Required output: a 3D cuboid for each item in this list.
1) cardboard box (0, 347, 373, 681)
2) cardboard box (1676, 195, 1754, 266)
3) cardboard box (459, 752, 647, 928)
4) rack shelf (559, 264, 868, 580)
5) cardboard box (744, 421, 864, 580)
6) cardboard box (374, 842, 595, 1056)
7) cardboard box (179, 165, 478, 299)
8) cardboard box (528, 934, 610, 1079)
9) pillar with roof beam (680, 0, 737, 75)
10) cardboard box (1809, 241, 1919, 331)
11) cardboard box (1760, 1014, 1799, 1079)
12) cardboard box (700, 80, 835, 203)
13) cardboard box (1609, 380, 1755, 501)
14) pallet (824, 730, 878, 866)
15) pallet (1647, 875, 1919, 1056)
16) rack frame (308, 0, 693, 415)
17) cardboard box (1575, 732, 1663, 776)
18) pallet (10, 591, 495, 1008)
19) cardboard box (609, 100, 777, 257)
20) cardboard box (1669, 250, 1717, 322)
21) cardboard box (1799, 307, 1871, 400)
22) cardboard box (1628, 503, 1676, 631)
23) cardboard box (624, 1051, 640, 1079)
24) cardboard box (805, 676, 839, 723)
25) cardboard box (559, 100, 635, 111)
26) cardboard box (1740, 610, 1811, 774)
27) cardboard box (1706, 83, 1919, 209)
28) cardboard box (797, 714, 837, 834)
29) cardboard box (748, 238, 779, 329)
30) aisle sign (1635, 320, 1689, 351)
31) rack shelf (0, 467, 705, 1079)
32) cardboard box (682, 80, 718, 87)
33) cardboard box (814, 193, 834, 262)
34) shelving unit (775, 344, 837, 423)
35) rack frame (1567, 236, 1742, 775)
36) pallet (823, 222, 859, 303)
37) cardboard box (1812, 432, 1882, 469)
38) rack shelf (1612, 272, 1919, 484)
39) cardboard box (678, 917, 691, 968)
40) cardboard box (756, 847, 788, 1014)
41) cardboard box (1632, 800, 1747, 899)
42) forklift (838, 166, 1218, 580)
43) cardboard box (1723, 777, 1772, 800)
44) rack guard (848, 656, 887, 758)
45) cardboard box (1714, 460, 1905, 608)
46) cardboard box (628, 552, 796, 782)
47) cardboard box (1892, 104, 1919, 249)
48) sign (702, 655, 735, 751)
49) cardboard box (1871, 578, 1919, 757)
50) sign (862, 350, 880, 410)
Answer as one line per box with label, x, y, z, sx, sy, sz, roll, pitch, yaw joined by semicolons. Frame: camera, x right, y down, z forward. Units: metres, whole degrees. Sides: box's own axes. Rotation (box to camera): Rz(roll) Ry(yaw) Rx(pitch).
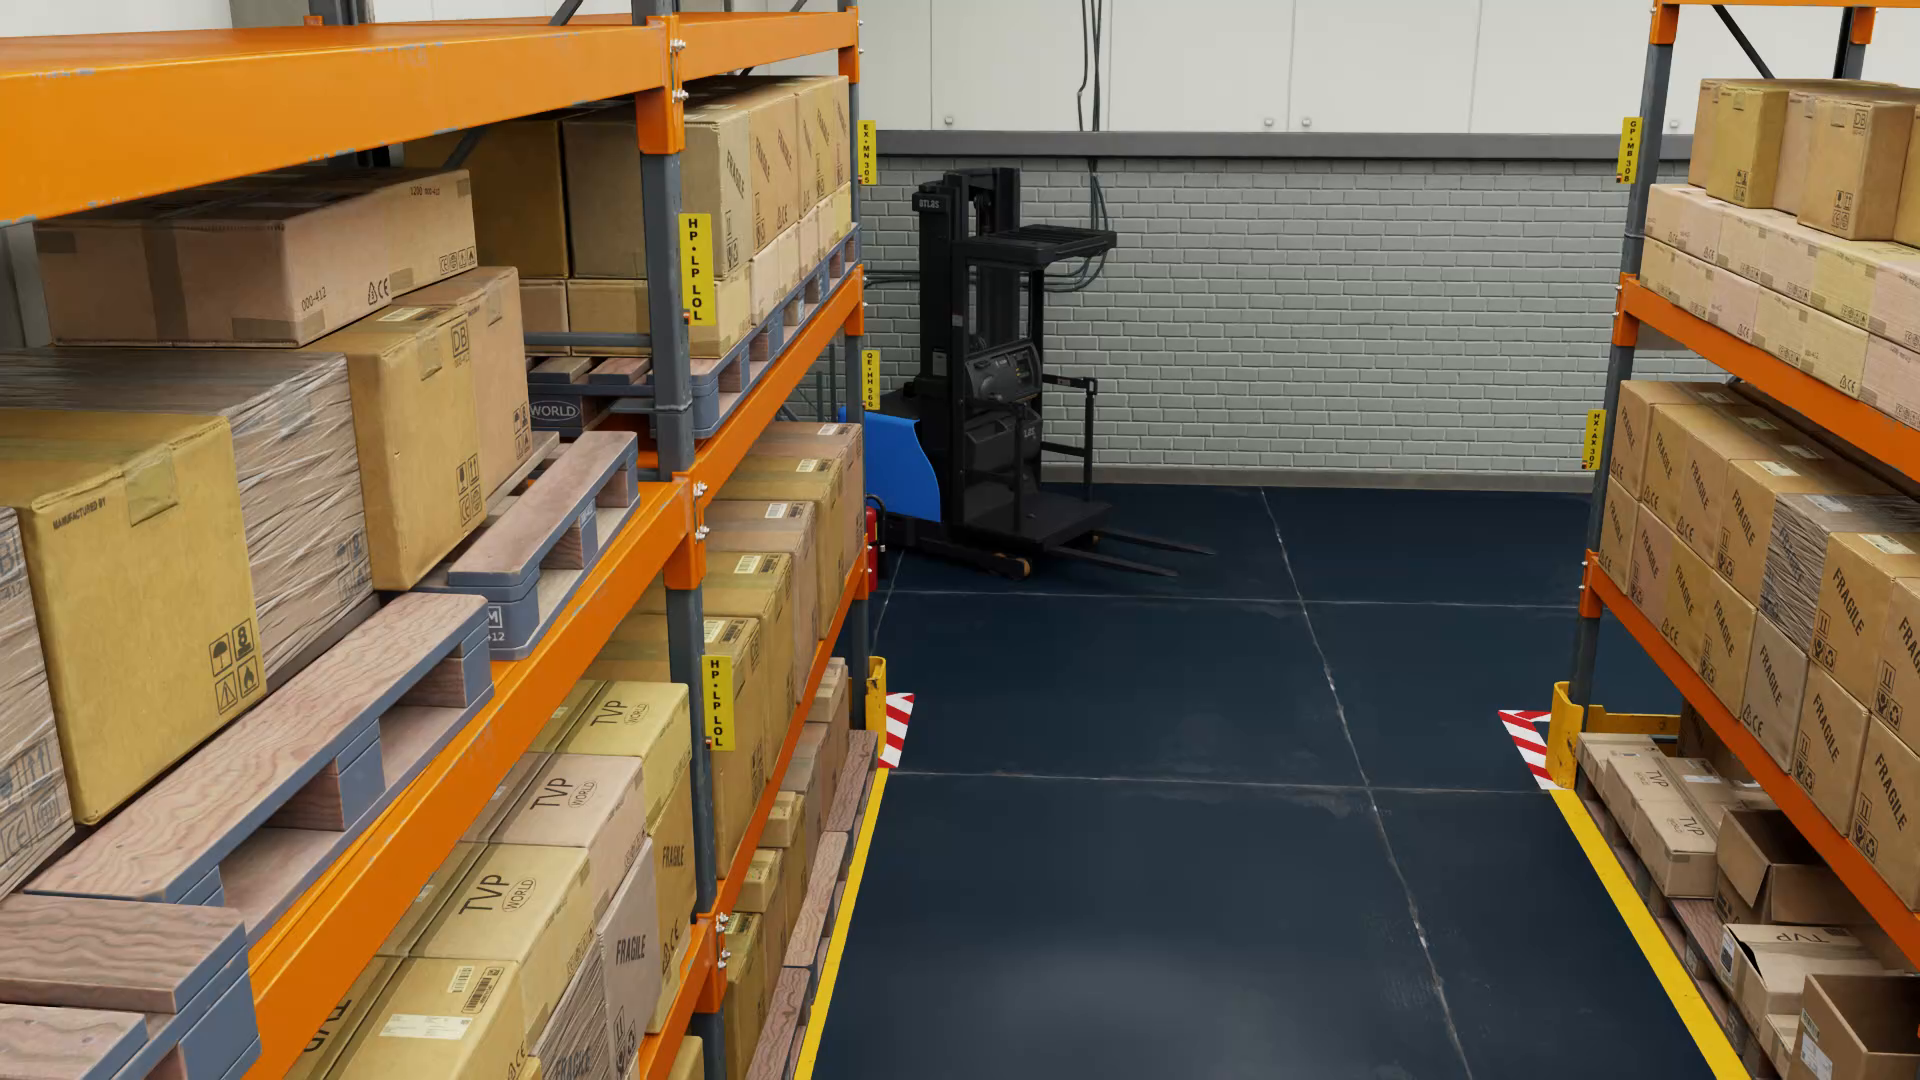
cardboard box;-1.561;-0.059;3.103;0.700;0.500;0.500;1;18;4
cardboard box;3.575;-1.393;7.476;0.500;0.250;0.500;1;18;4
cardboard box;-1.138;0.778;4.357;0.500;0.250;0.500;2;18;5
rack shelf;-1.170;-0.682;7.024;1.077;0.370;4.000;1;18;4
cardboard box;-1.053;-0.203;8.744;0.980;0.700;0.700;2;18;6
cardboard box;-1.174;0.936;3.874;0.500;0.250;0.500;2;18;5
cardboard box;-1.507;-0.745;3.990;0.500;0.250;0.500;3;18;8
cardboard box;-1.166;1.288;4.004;0.500;0.500;0.500;1;18;4
pillar with roof beam;2.598;-3.832;10.665;9.100;9.000;0.400;1;18;4
cardboard box;3.470;-0.927;6.055;0.500;0.250;0.500;1;18;4
cardboard box;3.353;1.977;6.444;0.380;0.149;0.250;1;18;4
cardboard box;-0.853;-1.788;7.447;0.500;0.500;0.500;2;18;6
cardboard box;3.620;-0.500;8.367;0.500;0.500;0.500;2;18;6
pallet;-1.006;1.356;8.946;1.003;0.211;1.213;1;18;4
pallet;3.763;1.865;7.394;1.003;0.211;1.213;1;18;4
rack frame;-1.313;-1.828;4.549;1.000;3.000;0.127;1;18;4
cardboard box;3.542;1.158;8.943;0.380;0.149;0.250;1;18;4
pallet;-1.529;0.381;2.928;1.003;0.211;1.213;2;18;6
cardboard box;-0.952;-1.309;5.986;0.500;0.500;0.500;1;18;3
cardboard box;3.576;-1.155;7.554;0.500;0.250;0.500;1;18;4
cardboard box;3.471;-0.689;6.132;0.500;0.250;0.500;1;18;4
cardboard box;3.588;0.135;8.033;0.500;0.500;0.500;1;18;3
cardboard box;-1.073;1.486;4.442;0.380;0.149;0.250;1;18;4
cardboard box;-0.822;0.804;8.451;0.380;0.149;0.250;2;18;5
cardboard box;-1.459;-1.317;6.009;0.500;0.500;0.500;1;18;2
cardboard box;3.478;0.604;6.601;0.500;0.500;0.500;2;18;5
cardboard box;3.774;-1.744;7.346;0.700;0.500;0.500;1;18;4
cardboard box;-1.013;1.144;8.454;0.700;0.500;0.500;1;18;4
cardboard box;-0.950;-0.945;6.077;0.500;0.250;0.500;1;18;3
aisle sign;3.627;-1.373;8.620;0.394;0.787;0.004;1;18;4
rack shelf;-1.456;0.561;3.232;1.077;0.370;4.000;1;18;4
cardboard box;-1.365;-1.791;7.457;0.500;0.500;0.500;1;18;3
cardboard box;-0.850;-1.425;7.544;0.500;0.250;0.500;1;18;2
shelving unit;-1.272;-0.711;13.184;0.538;1.500;1.048;0;18;1
rack frame;3.915;-0.110;8.941;1.000;3.000;0.127;1;18;4
pallet;-1.069;-1.372;8.117;1.003;0.211;1.213;1;18;4
cardboard box;4.089;-0.170;7.358;0.500;0.500;0.500;2;18;5
rack shelf;3.771;-0.572;6.690;1.077;0.370;4.000;1;18;4
cardboard box;-1.055;1.244;5.179;0.380;0.149;0.250;1;18;4
cardboard box;-1.118;1.626;6.985;0.700;0.500;0.500;1;18;3
cardboard box;3.521;1.461;7.856;0.500;0.250;0.500;1;18;4
forklift;0.506;-1.280;12.622;3.031;2.935;1.130;13;22;34
cardboard box;4.003;1.326;8.403;0.380;0.166;0.250;1;18;4
rack guard;-1.025;0.961;9.687;1.175;0.500;0.348;1;18;4
cardboard box;3.514;-0.025;6.915;0.500;0.500;0.500;1;18;3
cardboard box;-1.200;0.486;6.641;0.980;0.700;0.700;1;18;3
cardboard box;3.832;-1.275;5.913;0.700;0.500;0.500;1;18;4
sign;-0.771;0.520;5.287;0.100;0.325;0.005;1;18;4
cardboard box;3.406;0.447;5.475;0.500;0.500;0.500;1;18;4
sign;-0.486;-0.865;9.007;0.100;0.325;0.005;1;18;4
